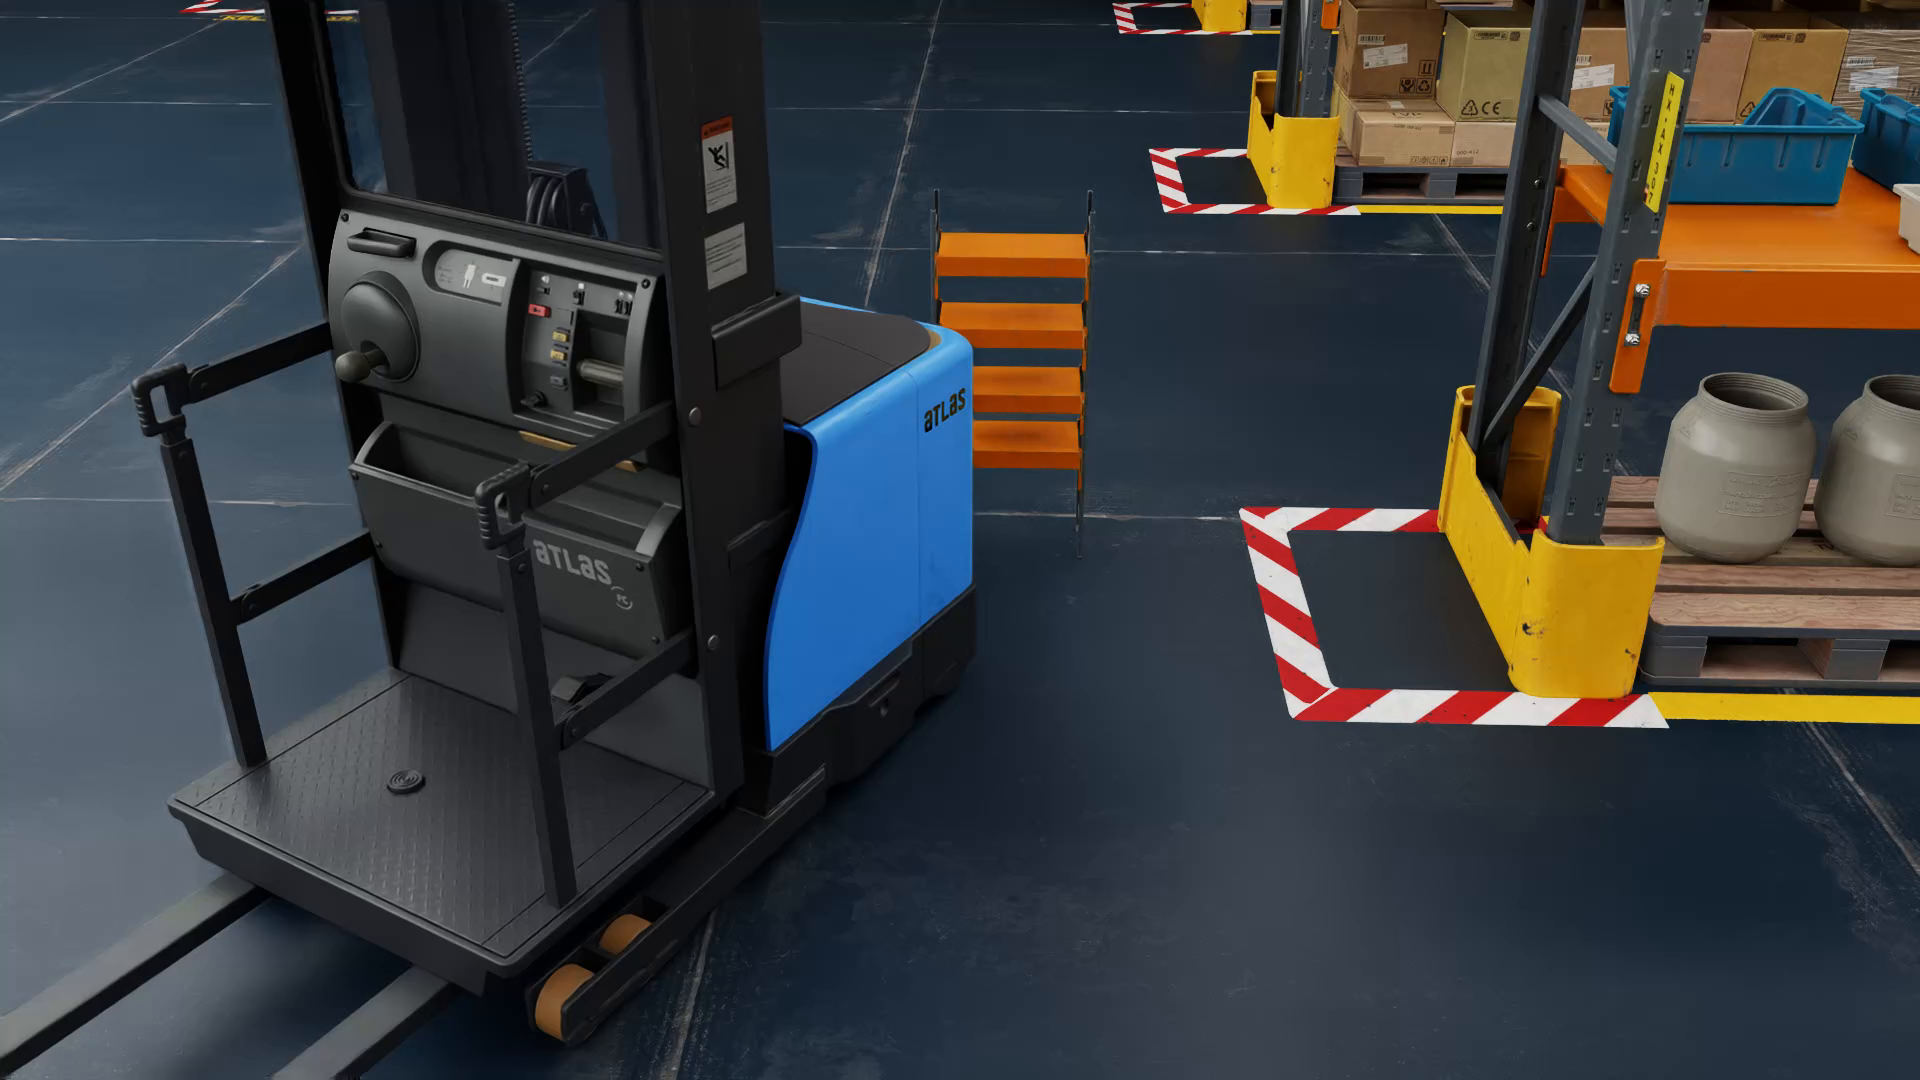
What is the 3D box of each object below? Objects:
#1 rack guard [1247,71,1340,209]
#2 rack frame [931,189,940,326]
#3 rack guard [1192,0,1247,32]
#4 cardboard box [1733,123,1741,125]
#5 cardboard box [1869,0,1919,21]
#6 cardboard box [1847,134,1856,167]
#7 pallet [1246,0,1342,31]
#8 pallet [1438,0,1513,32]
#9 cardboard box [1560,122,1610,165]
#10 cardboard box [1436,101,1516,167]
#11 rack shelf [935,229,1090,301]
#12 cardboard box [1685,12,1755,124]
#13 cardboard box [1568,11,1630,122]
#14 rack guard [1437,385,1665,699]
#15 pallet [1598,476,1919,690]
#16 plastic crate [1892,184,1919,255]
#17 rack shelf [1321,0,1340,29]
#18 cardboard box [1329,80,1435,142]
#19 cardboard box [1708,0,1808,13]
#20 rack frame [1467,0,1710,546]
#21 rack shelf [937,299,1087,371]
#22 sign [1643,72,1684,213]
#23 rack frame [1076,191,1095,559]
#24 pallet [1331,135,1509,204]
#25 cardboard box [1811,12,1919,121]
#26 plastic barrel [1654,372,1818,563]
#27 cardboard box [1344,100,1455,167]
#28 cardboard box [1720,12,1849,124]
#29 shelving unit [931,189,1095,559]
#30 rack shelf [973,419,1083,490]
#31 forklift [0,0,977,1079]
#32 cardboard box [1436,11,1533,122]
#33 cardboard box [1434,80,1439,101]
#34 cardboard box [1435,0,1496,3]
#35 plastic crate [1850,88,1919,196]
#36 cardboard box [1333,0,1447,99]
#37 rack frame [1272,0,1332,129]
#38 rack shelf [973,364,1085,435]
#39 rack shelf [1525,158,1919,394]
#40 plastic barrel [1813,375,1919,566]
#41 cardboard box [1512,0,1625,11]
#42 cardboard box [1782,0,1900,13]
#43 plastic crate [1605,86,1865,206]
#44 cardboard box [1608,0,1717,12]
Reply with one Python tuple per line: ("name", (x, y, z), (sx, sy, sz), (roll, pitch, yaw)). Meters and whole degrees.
("rack guard", (1.911, -2.329, 9.609), (0.348, 0.500, 1.175), (1, 28, 2))
("rack frame", (-0.078, -0.531, 5.471), (0.015, 1.200, 0.240), (1, 28, 2))
("rack guard", (2.182, -4.646, 13.980), (0.348, 0.500, 1.175), (1, 28, 2))
("cardboard box", (4.462, -2.257, 9.292), (0.500, 0.250, 0.500), (1, 28, 2))
("cardboard box", (5.480, -2.823, 9.559), (0.500, 0.500, 0.500), (1, 28, 2))
("cardboard box", (4.962, -2.256, 9.290), (0.500, 0.250, 0.500), (1, 28, 2))
("pallet", (2.993, -4.488, 13.991), (1.213, 0.211, 1.003), (1, 28, 2))
("pallet", (4.209, -4.467, 13.951), (1.213, 0.211, 1.003), (1, 28, 2))
("cardboard box", (3.463, -2.275, 9.327), (0.500, 0.250, 0.500), (1, 28, 2))
("cardboard box", (2.963, -2.284, 9.343), (0.500, 0.250, 0.500), (1, 28, 2))
("rack shelf", (0.165, -0.875, 5.280), (0.480, 0.148, 0.258), (1, 28, 2))
("cardboard box", (3.962, -2.596, 9.131), (0.500, 0.500, 0.500), (1, 28, 2))
("cardboard box", (3.463, -2.612, 9.162), (0.500, 0.500, 0.500), (1, 28, 2))
("rack guard", (1.834, -0.031, 5.274), (0.348, 0.500, 1.175), (1, 28, 2))
("pallet", (2.646, 0.113, 5.312), (1.213, 0.211, 1.003), (1, 28, 2))
("plastic crate", (2.639, -0.832, 4.399), (0.250, 0.136, 0.298), (1, 28, 2))
("rack shelf", (3.934, -3.082, 9.129), (4.000, 0.370, 1.077), (1, 28, 2))
("cardboard box", (2.481, -2.533, 9.813), (0.500, 0.250, 0.500), (1, 28, 2))
("cardboard box", (4.481, -2.839, 9.590), (0.500, 0.500, 0.500), (1, 28, 2))
("rack frame", (1.756, -1.114, 4.649), (0.127, 3.000, 1.000), (1, 28, 2))
("rack shelf", (0.165, -0.666, 5.391), (0.480, 0.148, 0.258), (1, 28, 2))
("sign", (1.733, -0.979, 4.099), (0.005, 0.325, 0.100), (1, 28, 2))
("rack frame", (0.409, -0.523, 5.456), (0.015, 1.200, 0.240), (1, 28, 2))
("pallet", (2.701, -2.208, 9.689), (1.213, 0.211, 1.003), (1, 28, 2))
("cardboard box", (4.962, -2.588, 9.116), (0.500, 0.500, 0.500), (1, 28, 2))
("plastic barrel", (2.417, -0.226, 5.181), (0.421, 0.512, 0.421), (0, 28, 0))
("cardboard box", (2.463, -2.290, 9.356), (0.500, 0.250, 0.500), (1, 28, 2))
("cardboard box", (4.462, -2.594, 9.128), (0.500, 0.500, 0.500), (1, 28, 2))
("shelving unit", (0.165, -0.527, 5.464), (0.503, 1.200, 0.258), (1, 28, 2))
("rack shelf", (0.165, -0.293, 5.588), (0.480, 0.148, 0.258), (1, 28, 2))
("forklift", (-1.136, -0.437, 3.445), (1.130, 2.935, 3.031), (16, 32, 27))
("cardboard box", (2.963, -2.614, 9.166), (0.500, 0.500, 0.500), (1, 28, 2))
("cardboard box", (2.981, -2.530, 9.808), (0.500, 0.250, 0.500), (1, 28, 2))
("cardboard box", (4.095, -4.743, 13.694), (0.500, 0.500, 0.700), (-1, 28, -1))
("plastic crate", (2.916, -1.167, 4.908), (0.408, 0.251, 0.499), (1, 28, 2))
("cardboard box", (2.481, -2.865, 9.639), (0.500, 0.500, 0.500), (1, 28, 2))
("rack frame", (1.935, -3.433, 9.023), (0.127, 3.000, 1.000), (1, 28, 2))
("rack shelf", (0.165, -0.468, 5.495), (0.480, 0.148, 0.258), (1, 28, 2))
("rack shelf", (3.755, -0.763, 4.756), (4.000, 0.370, 1.077), (1, 28, 2))
("plastic barrel", (2.918, -0.217, 5.165), (0.421, 0.512, 0.421), (0, 28, 0))
("cardboard box", (3.481, -2.856, 9.621), (0.500, 0.500, 0.500), (1, 28, 2))
("cardboard box", (4.980, -2.827, 9.568), (0.500, 0.500, 0.500), (1, 28, 2))
("plastic crate", (2.267, -1.180, 4.933), (0.616, 0.251, 0.499), (1, 28, 2))
("cardboard box", (3.981, -2.847, 9.604), (0.500, 0.500, 0.500), (1, 28, 2))
